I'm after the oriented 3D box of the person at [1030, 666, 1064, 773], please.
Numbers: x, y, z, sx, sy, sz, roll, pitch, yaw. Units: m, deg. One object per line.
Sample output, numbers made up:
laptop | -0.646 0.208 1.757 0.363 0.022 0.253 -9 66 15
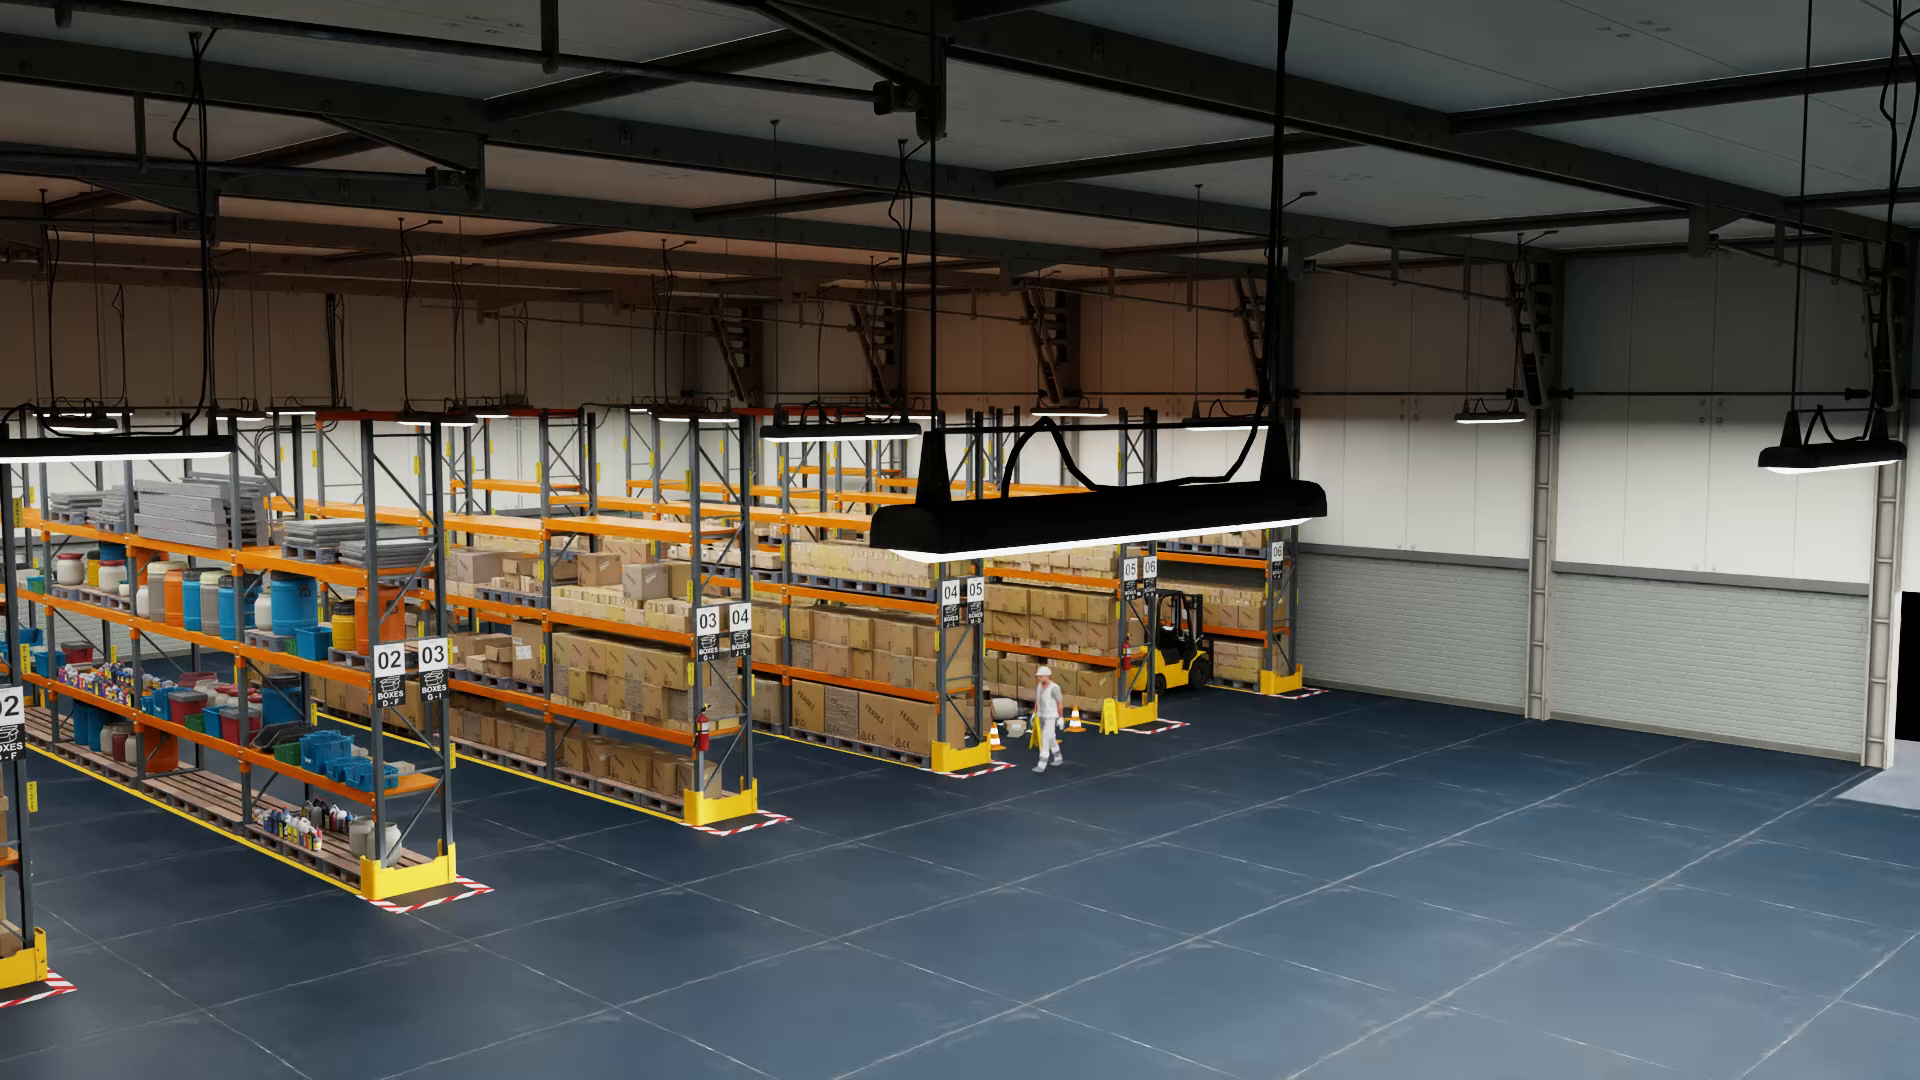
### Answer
person | 1.434 2.991 27.885 0.911 1.753 0.566 -4 6 -38
